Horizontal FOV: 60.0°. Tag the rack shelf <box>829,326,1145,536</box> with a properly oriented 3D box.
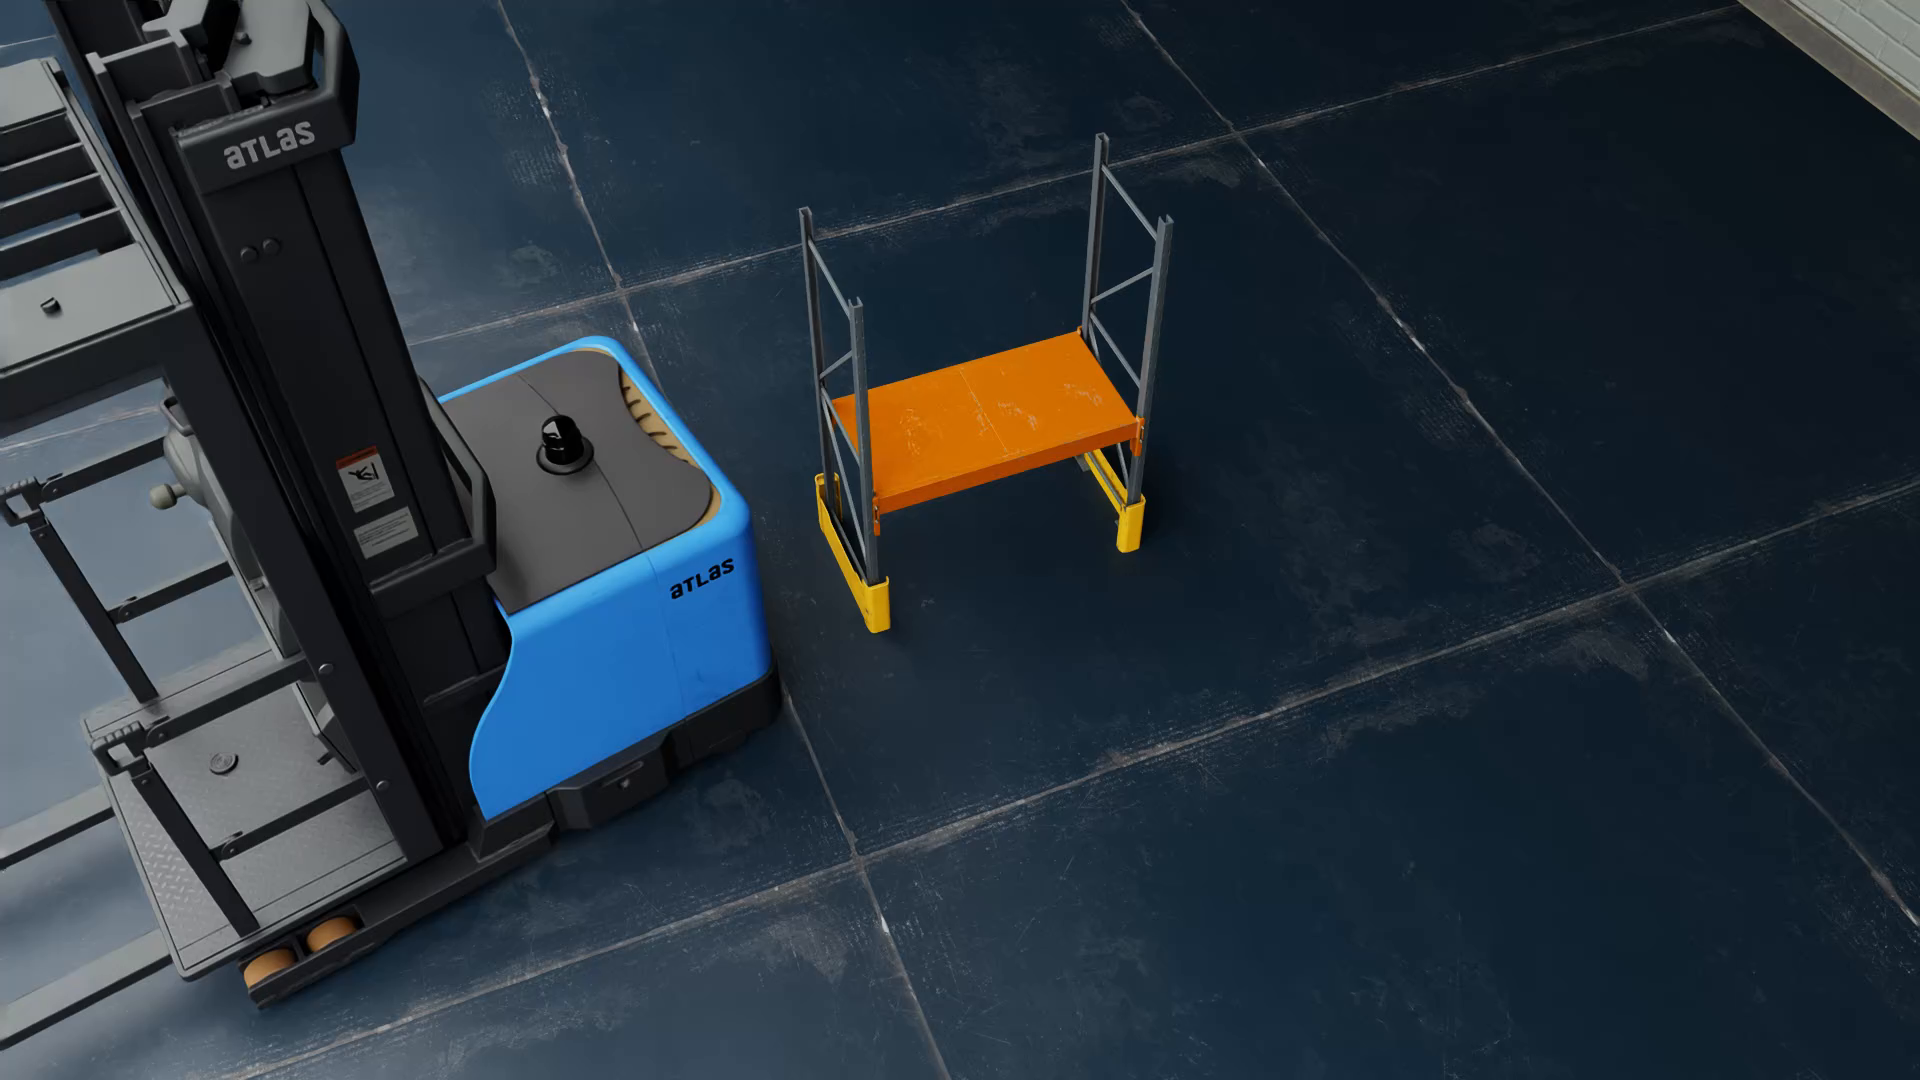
[{"bbox_3d":[0.079,-0.396,5.838,1.000,0.185,0.538,-17,52,-14],"label":"rack shelf"}]

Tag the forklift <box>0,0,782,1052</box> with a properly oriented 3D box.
[{"bbox_3d":[-2.115,-0.019,4.335,3.031,2.935,1.130,-27,55,-21],"label":"forklift"}]

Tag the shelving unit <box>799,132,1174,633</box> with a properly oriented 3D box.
[{"bbox_3d":[0.071,-0.511,5.700,1.083,1.500,0.587,-17,52,-14],"label":"shelving unit"}]

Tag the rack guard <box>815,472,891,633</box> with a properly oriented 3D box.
[{"bbox_3d":[-0.390,0.040,6.051,0.087,0.250,0.587,-17,52,-14],"label":"rack guard"}]

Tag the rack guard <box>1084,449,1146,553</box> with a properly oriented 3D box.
[{"bbox_3d":[0.532,-0.246,6.297,0.087,0.250,0.587,-17,52,-14],"label":"rack guard"}]

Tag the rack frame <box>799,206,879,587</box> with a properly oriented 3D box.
[{"bbox_3d":[-0.392,-0.367,5.577,0.032,1.500,0.500,-17,52,-14],"label":"rack frame"}]

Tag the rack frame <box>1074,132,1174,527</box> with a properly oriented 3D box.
[{"bbox_3d":[0.550,-0.659,5.827,0.032,1.500,0.500,-17,52,-14],"label":"rack frame"}]
